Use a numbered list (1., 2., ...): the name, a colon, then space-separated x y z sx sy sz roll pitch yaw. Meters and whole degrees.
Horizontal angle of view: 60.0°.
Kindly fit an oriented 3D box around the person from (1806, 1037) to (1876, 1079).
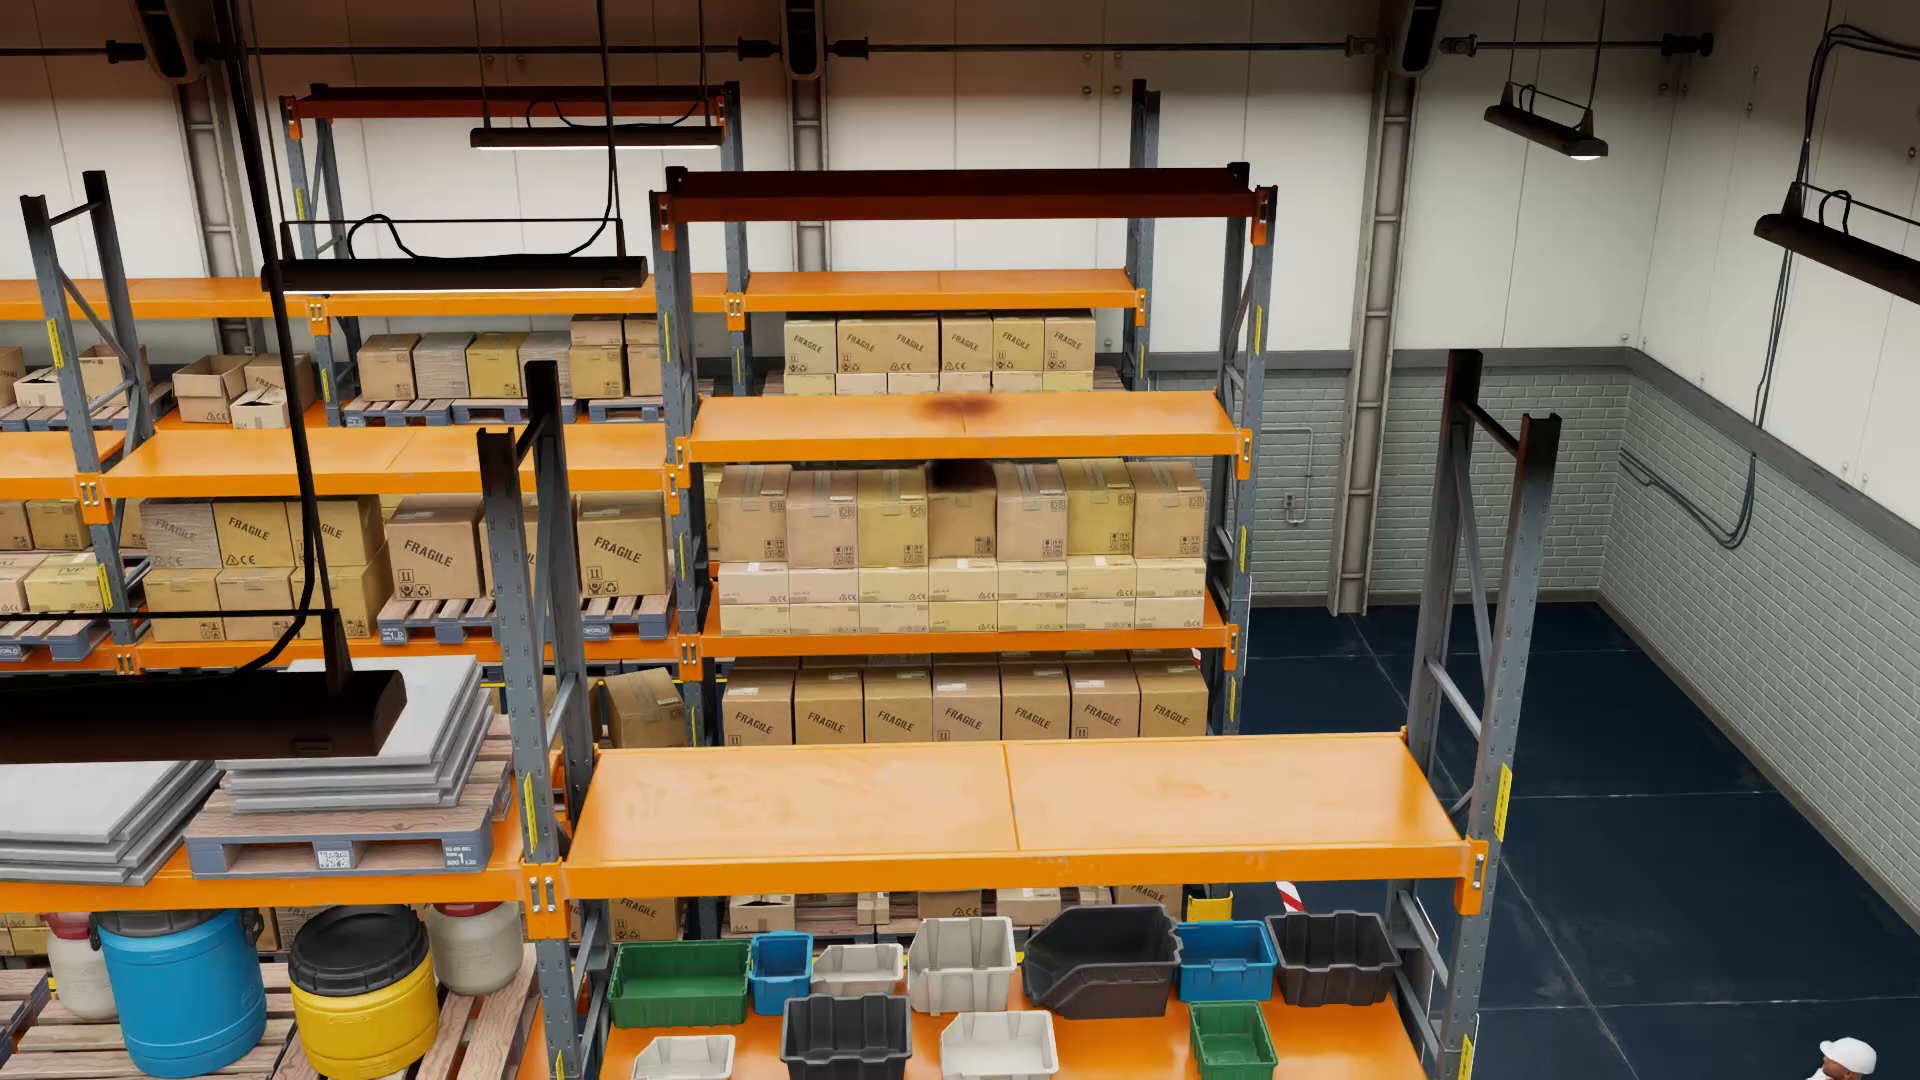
1. person: 4.991 3.675 9.800 0.558 1.781 0.593 -3 22 -8
